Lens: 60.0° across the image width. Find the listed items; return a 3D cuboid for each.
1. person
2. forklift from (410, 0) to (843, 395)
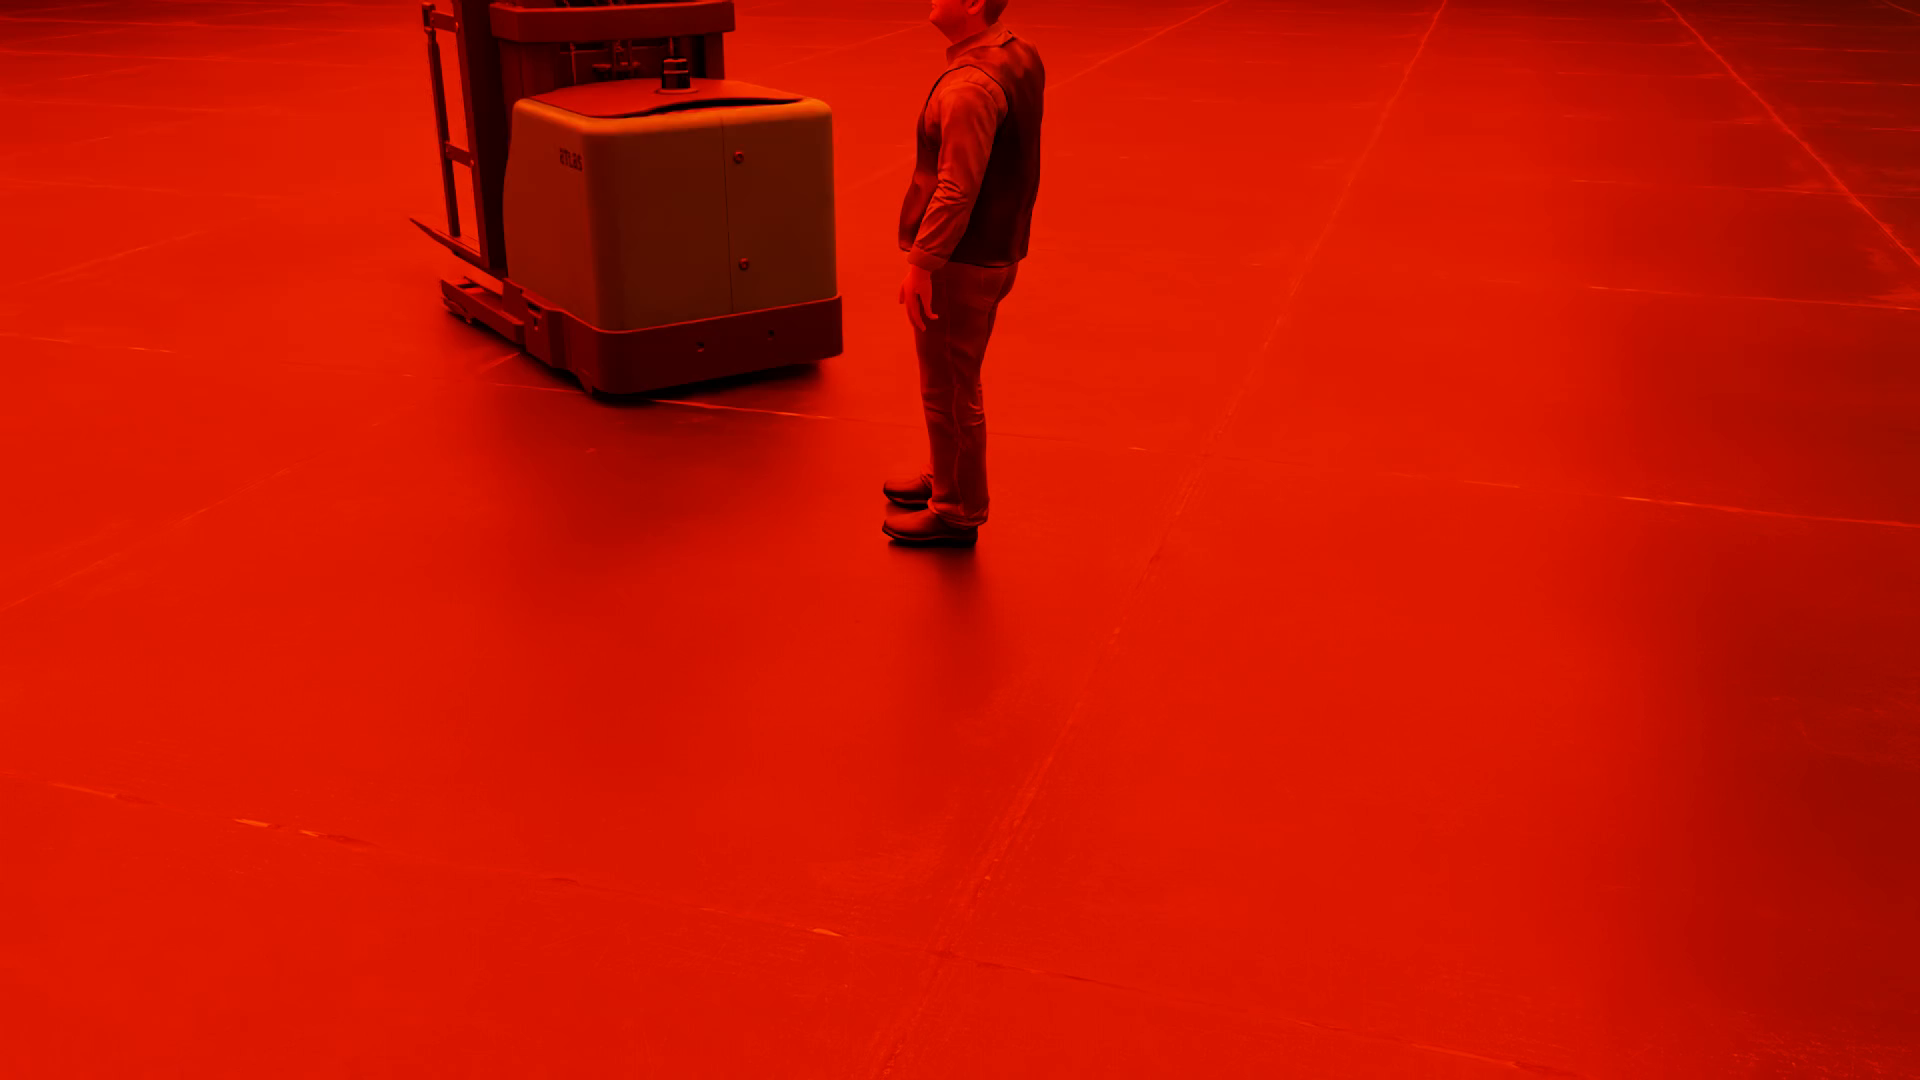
[{"bbox_3d":[-0.056,-0.813,4.814,0.568,1.720,0.632,7,23,16],"label":"person"},{"bbox_3d":[-1.716,-2.413,7.123,1.130,2.935,3.031,-14,26,-31],"label":"forklift"}]
